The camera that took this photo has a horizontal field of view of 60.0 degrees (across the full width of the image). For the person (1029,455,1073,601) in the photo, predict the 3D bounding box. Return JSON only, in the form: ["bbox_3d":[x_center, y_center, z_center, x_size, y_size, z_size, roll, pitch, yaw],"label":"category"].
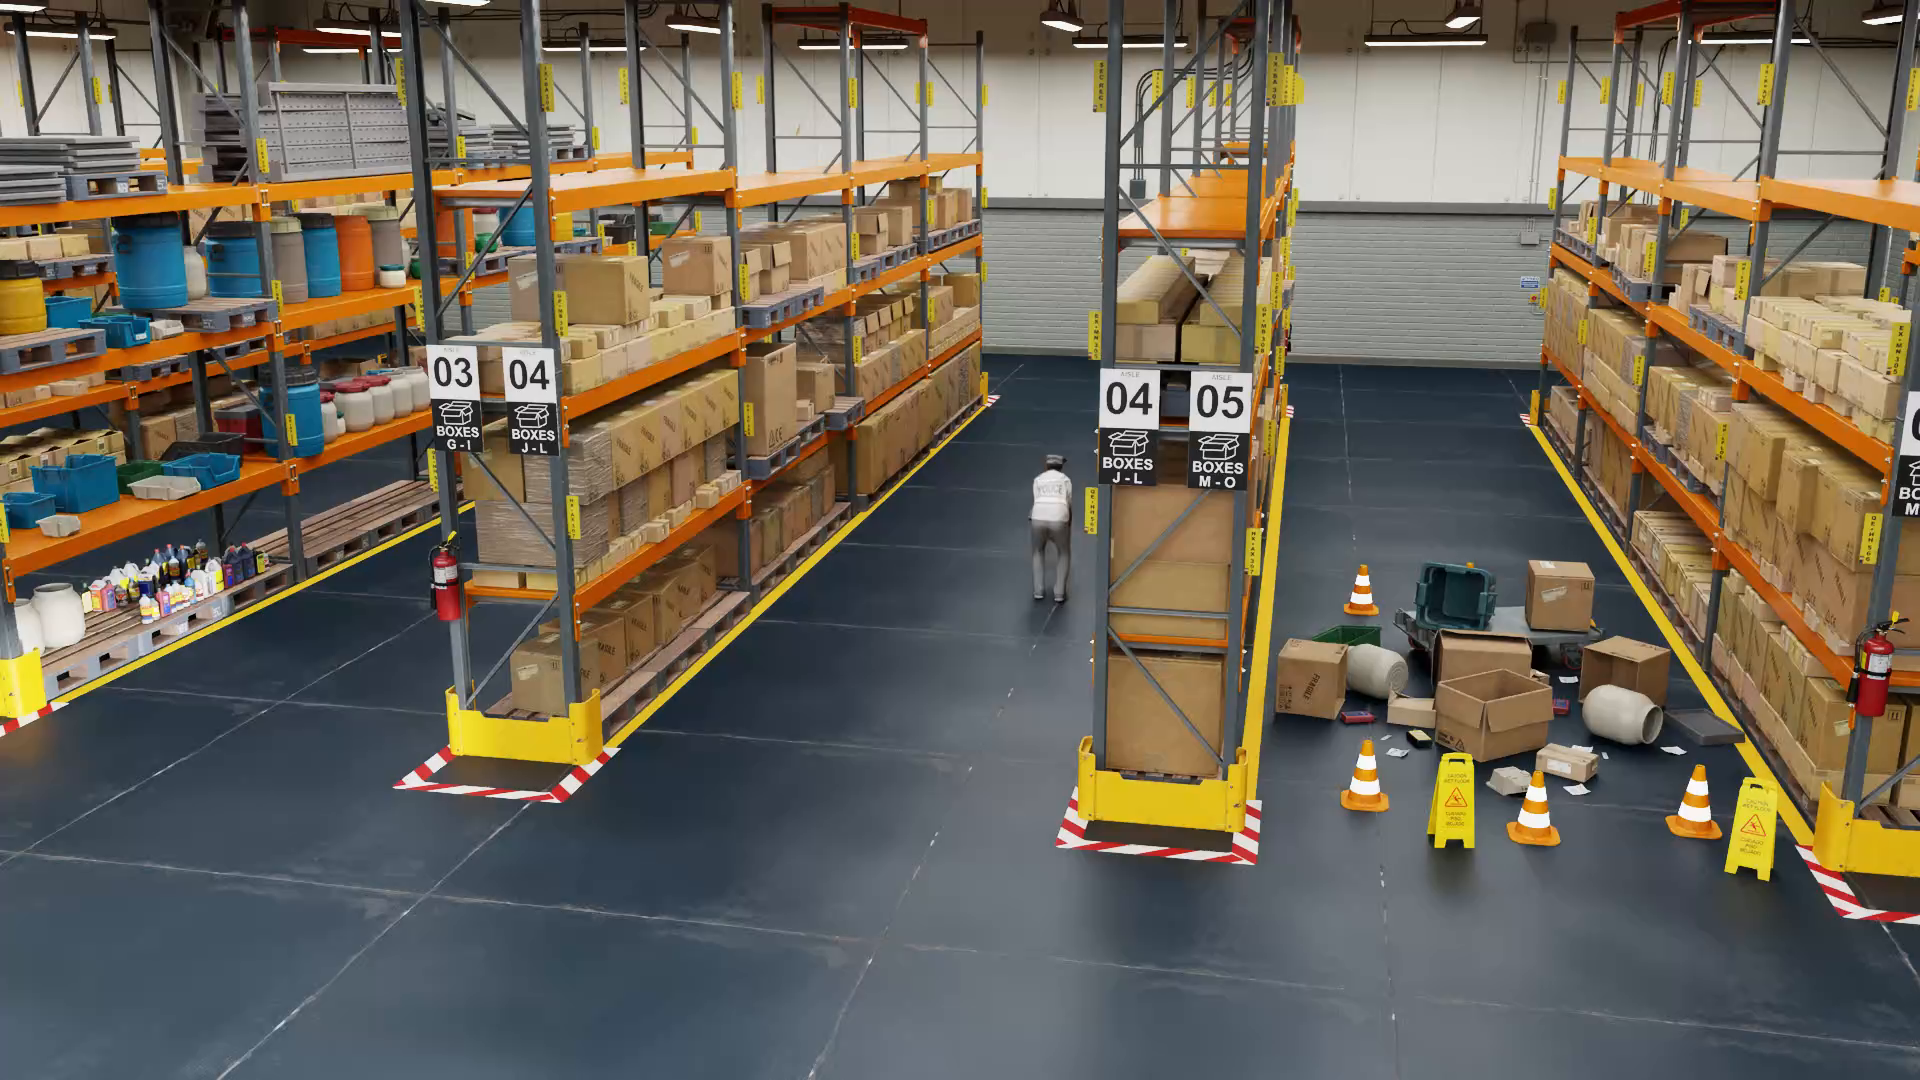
[{"bbox_3d":[0.941,-0.131,17.002,0.416,1.420,0.811,3,15,10],"label":"person"}]
